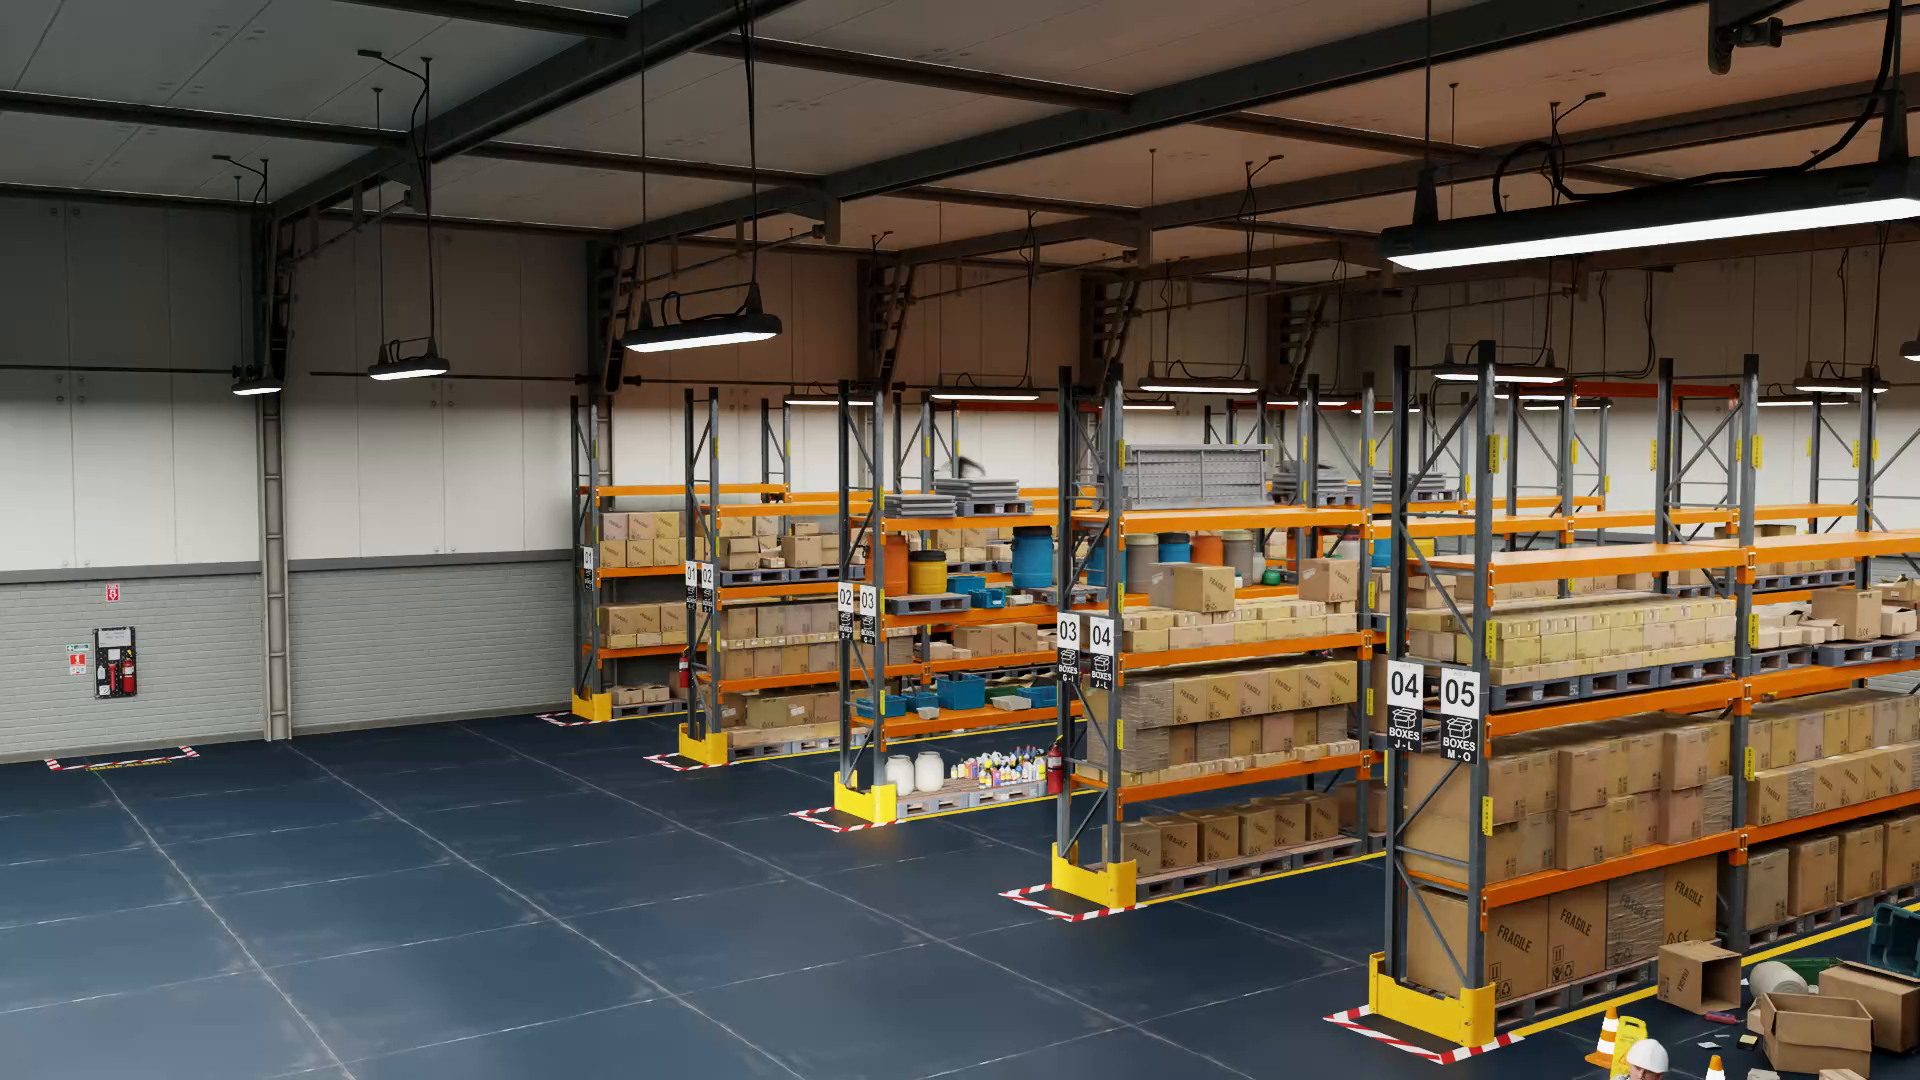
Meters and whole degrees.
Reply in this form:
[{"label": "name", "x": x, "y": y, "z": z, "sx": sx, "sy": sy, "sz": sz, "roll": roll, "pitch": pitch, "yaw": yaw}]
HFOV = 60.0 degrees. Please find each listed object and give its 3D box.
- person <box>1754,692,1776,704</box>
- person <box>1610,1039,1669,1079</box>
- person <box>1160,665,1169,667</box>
[{"label": "person", "x": 11.465, "y": 2.903, "z": 23.554, "sx": 0.718, "sy": 1.719, "sz": 0.643, "roll": 3, "pitch": 5, "yaw": 42}, {"label": "person", "x": 3.870, "y": 3.694, "z": 9.593, "sx": 0.834, "sy": 1.745, "sz": 0.715, "roll": -3, "pitch": 5, "yaw": -43}, {"label": "person", "x": 3.557, "y": 2.725, "z": 27.914, "sx": 0.530, "sy": 1.577, "sz": 0.685, "roll": 0, "pitch": 3, "yaw": -2}]
